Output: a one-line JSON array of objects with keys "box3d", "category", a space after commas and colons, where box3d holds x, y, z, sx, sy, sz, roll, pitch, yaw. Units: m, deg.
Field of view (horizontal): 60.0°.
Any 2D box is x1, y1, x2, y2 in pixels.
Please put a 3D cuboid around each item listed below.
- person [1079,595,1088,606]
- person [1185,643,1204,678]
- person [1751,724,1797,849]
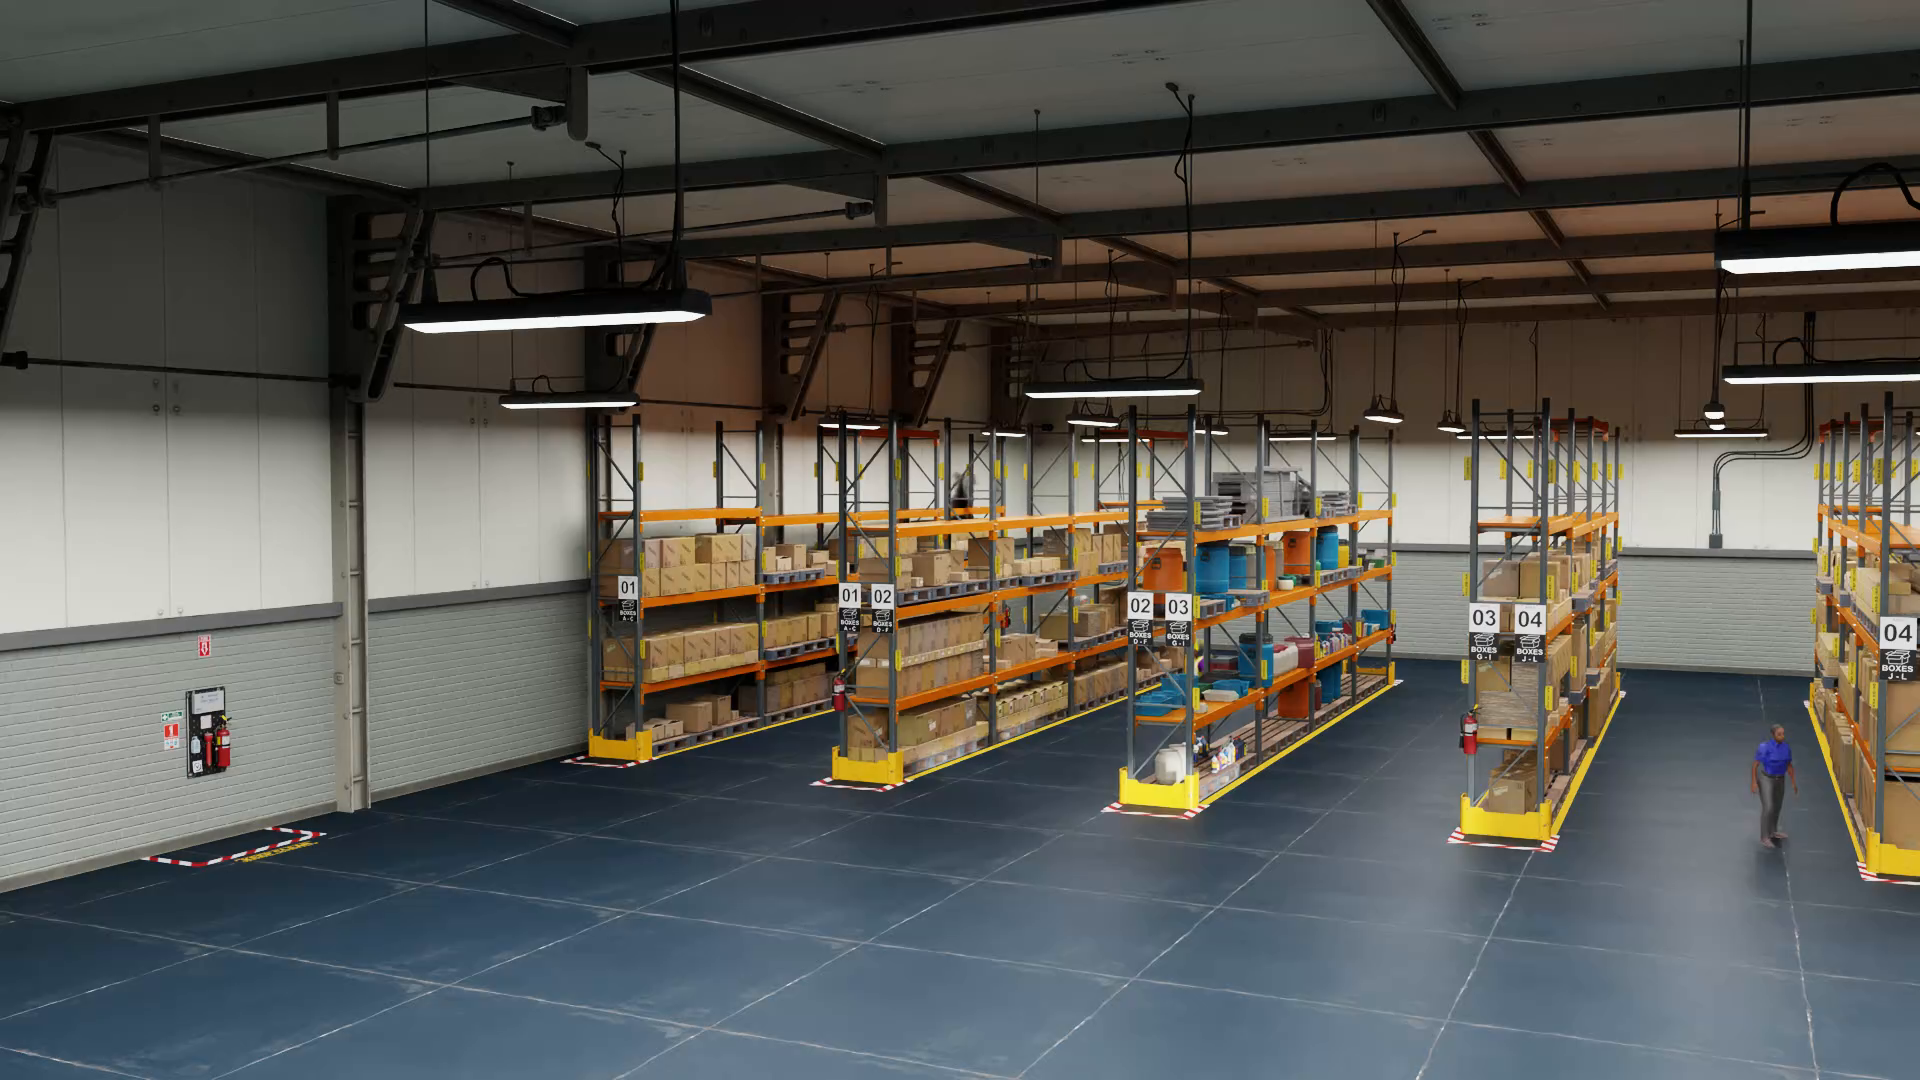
[{"box3d": [3.224, 2.329, 43.536, 0.813, 1.810, 0.692, 2, 3, 34], "category": "person"}, {"box3d": [4.519, 2.843, 32.216, 0.739, 1.699, 0.815, 2, 3, 43], "category": "person"}, {"box3d": [10.931, 3.331, 22.375, 0.674, 1.554, 0.603, -1, 2, -14], "category": "person"}]
